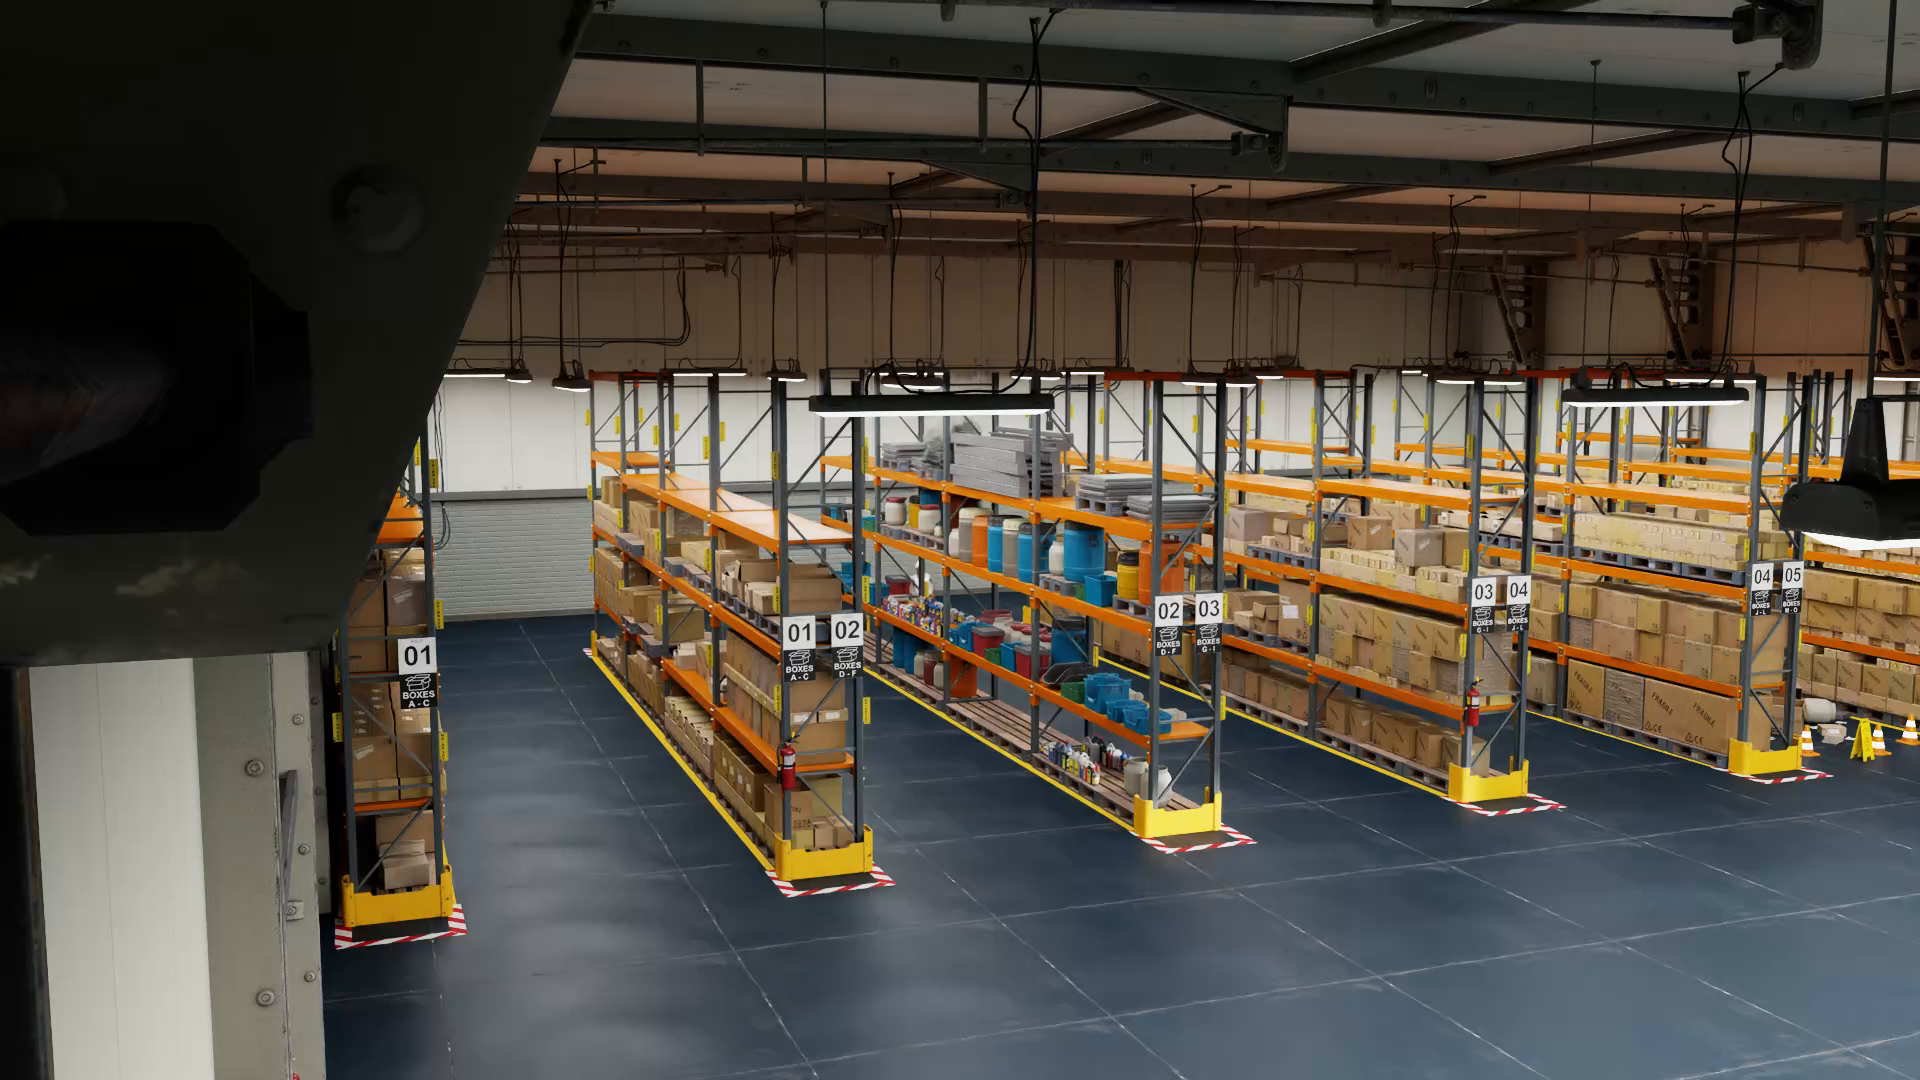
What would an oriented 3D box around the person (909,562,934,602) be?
[{"bbox_3d":[-0.857,1.337,37.076,0.665,1.736,0.565,-2,7,-18],"label":"person"}]
